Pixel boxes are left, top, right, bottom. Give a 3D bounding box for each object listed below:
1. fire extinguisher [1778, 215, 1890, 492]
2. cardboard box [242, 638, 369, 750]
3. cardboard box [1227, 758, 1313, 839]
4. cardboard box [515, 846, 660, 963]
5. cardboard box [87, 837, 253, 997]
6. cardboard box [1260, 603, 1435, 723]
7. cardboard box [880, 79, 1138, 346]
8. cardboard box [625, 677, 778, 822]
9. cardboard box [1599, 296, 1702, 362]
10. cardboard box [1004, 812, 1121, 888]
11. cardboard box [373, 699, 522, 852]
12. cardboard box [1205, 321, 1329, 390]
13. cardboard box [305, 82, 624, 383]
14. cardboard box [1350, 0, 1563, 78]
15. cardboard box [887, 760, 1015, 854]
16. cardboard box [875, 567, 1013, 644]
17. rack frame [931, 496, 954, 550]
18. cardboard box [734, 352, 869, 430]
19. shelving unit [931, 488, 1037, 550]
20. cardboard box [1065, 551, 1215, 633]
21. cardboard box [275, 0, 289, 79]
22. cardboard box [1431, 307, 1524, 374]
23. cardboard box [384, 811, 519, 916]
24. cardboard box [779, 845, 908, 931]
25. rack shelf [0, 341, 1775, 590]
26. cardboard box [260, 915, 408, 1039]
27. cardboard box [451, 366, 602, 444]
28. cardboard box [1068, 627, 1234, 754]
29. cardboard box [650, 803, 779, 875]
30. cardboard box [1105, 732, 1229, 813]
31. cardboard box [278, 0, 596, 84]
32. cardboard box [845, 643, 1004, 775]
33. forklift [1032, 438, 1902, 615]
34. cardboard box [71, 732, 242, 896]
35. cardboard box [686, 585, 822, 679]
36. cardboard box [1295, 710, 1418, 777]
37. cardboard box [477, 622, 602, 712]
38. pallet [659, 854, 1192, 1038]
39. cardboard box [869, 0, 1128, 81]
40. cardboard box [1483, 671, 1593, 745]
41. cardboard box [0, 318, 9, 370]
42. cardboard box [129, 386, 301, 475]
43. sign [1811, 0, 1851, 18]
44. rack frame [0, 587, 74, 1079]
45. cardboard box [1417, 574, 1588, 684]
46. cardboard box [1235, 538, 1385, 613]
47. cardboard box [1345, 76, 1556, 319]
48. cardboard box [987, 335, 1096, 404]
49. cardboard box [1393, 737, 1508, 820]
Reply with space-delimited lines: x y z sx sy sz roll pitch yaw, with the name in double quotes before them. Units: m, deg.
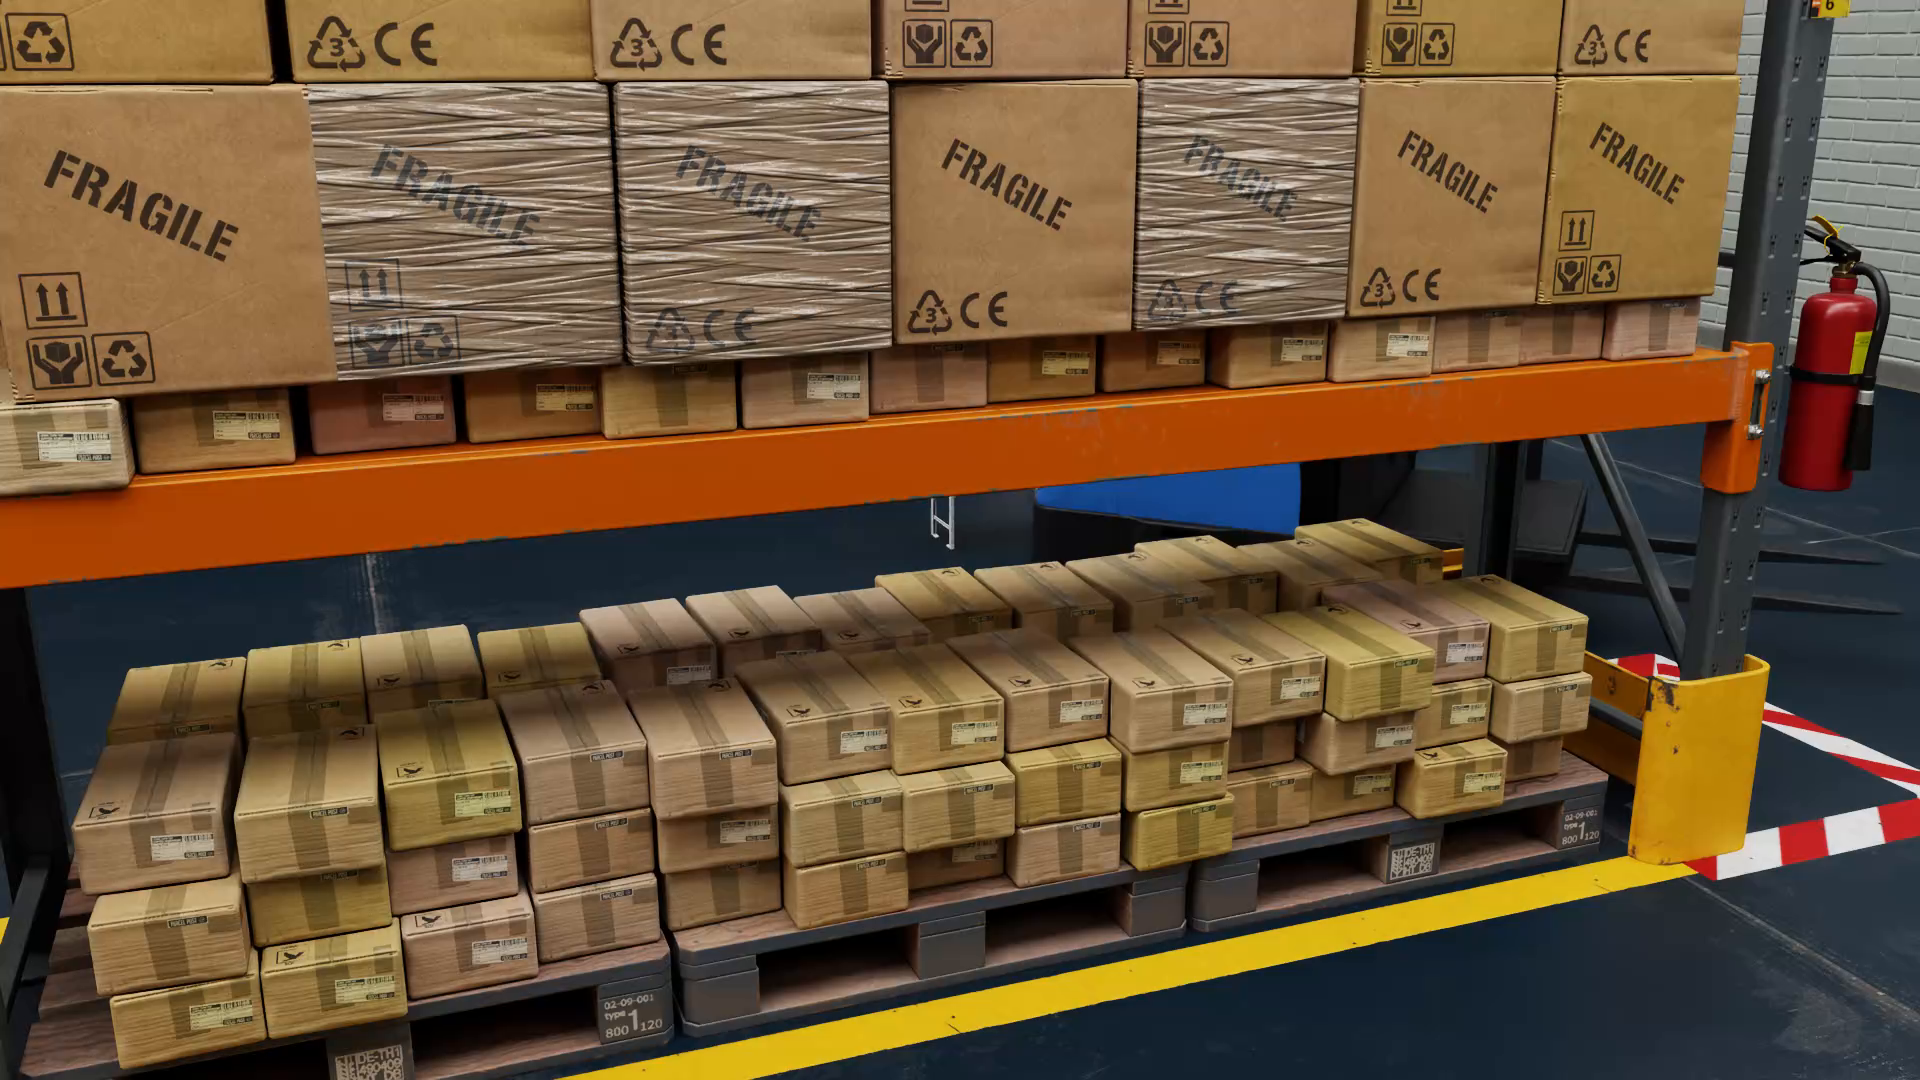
"fire extinguisher" 2.186 -0.466 4.162 0.183 0.674 0.296 -6 17 -20
"cardboard box" -1.486 0.365 3.790 0.250 0.149 0.380 -6 17 -19
"cardboard box" 0.661 0.581 4.112 0.250 0.149 0.380 -6 17 -20
"cardboard box" -0.814 0.735 3.587 0.250 0.149 0.380 -7 18 -21
"cardboard box" -1.497 0.696 3.191 0.250 0.149 0.380 -5 17 -18
"cardboard box" 0.930 0.292 4.038 0.250 0.149 0.380 -7 18 -21
"cardboard box" 0.036 -0.704 3.468 0.500 0.500 0.500 -5 17 -17
"cardboard box" -0.555 0.438 3.540 0.250 0.149 0.380 -6 17 -19
"cardboard box" 1.582 -0.551 4.096 0.250 0.149 0.380 -6 17 -20
"cardboard box" 0.183 0.645 3.892 0.250 0.149 0.380 -6 17 -19
"cardboard box" -1.057 0.475 3.416 0.250 0.149 0.380 -6 18 -21
"cardboard box" 0.621 -0.456 3.772 0.250 0.149 0.380 -7 18 -23
"cardboard box" -0.938 -0.601 3.117 0.500 0.500 0.500 -6 17 -20
"cardboard box" 0.974 -1.286 3.675 0.500 0.500 0.500 -7 18 -22
"cardboard box" -0.062 0.538 3.729 0.250 0.149 0.380 -6 17 -20
"cardboard box" -0.047 0.204 4.339 0.250 0.149 0.380 -6 17 -19
"rack frame" -0.073 -0.568 6.902 0.015 1.200 0.240 -6 17 -20
"cardboard box" -0.356 -0.343 3.387 0.250 0.149 0.380 -5 17 -18
"shelving unit" 0.155 -0.592 6.986 0.503 1.200 0.258 -6 17 -20
"cardboard box" 0.477 0.164 4.475 0.250 0.149 0.380 -7 18 -23
"cardboard box" -1.608 -1.164 3.259 0.500 0.500 0.500 -7 18 -22
"cardboard box" 1.108 -0.506 3.944 0.250 0.149 0.380 -6 18 -21
"cardboard box" -1.078 0.613 3.474 0.250 0.149 0.380 -6 17 -20
"cardboard box" -0.298 0.697 3.714 0.250 0.149 0.380 -7 18 -22
"rack shelf" -0.082 -0.232 3.840 4.000 0.370 1.077 -6 17 -20
"cardboard box" -1.246 0.812 3.323 0.250 0.149 0.380 -6 17 -18
"cardboard box" -0.868 -0.309 3.274 0.250 0.149 0.380 -7 18 -23
"cardboard box" 0.435 0.343 3.864 0.250 0.149 0.380 -5 17 -18
"cardboard box" -0.560 0.565 3.637 0.250 0.149 0.380 -5 17 -18
"cardboard box" 0.431 0.482 3.920 0.250 0.149 0.380 -6 17 -19
"cardboard box" -0.963 -1.083 2.984 0.500 0.500 0.500 -7 18 -22
"cardboard box" -0.085 0.375 3.757 0.250 0.149 0.380 -6 17 -20
"forklift" 1.850 -1.207 6.006 3.031 2.935 1.130 7 18 22
"cardboard box" -1.554 0.525 3.244 0.250 0.149 0.380 -5 17 -18
"cardboard box" -0.519 0.251 4.180 0.250 0.149 0.380 -7 18 -22
"cardboard box" 0.910 0.426 4.109 0.250 0.149 0.380 -7 18 -22
"cardboard box" -0.986 0.333 3.901 0.250 0.149 0.380 -6 17 -18
"pallet" -0.194 0.762 4.130 1.213 0.211 1.003 -6 17 -20
"cardboard box" -0.001 -1.177 3.304 0.500 0.500 0.500 -7 18 -22
"cardboard box" 1.395 0.373 4.289 0.250 0.149 0.380 -7 18 -22
"cardboard box" -4.221 -0.803 7.533 0.875 0.875 1.225 -6 17 -20
"cardboard box" -1.353 -0.243 3.047 0.250 0.149 0.380 -6 17 -18
"sign" 1.965 -1.338 3.714 0.005 0.325 0.100 -6 17 -20
"rack frame" -1.950 -0.375 3.052 0.127 3.000 1.000 -6 17 -20
"cardboard box" 1.382 0.222 4.275 0.250 0.149 0.380 -6 17 -19
"cardboard box" 0.960 0.125 4.606 0.250 0.149 0.380 -6 17 -19
"cardboard box" 0.975 -0.806 3.813 0.500 0.500 0.500 -6 18 -21
"cardboard box" 0.106 -0.413 3.627 0.250 0.149 0.380 -6 17 -19
"cardboard box" 1.165 0.548 4.221 0.250 0.149 0.380 -6 17 -18
